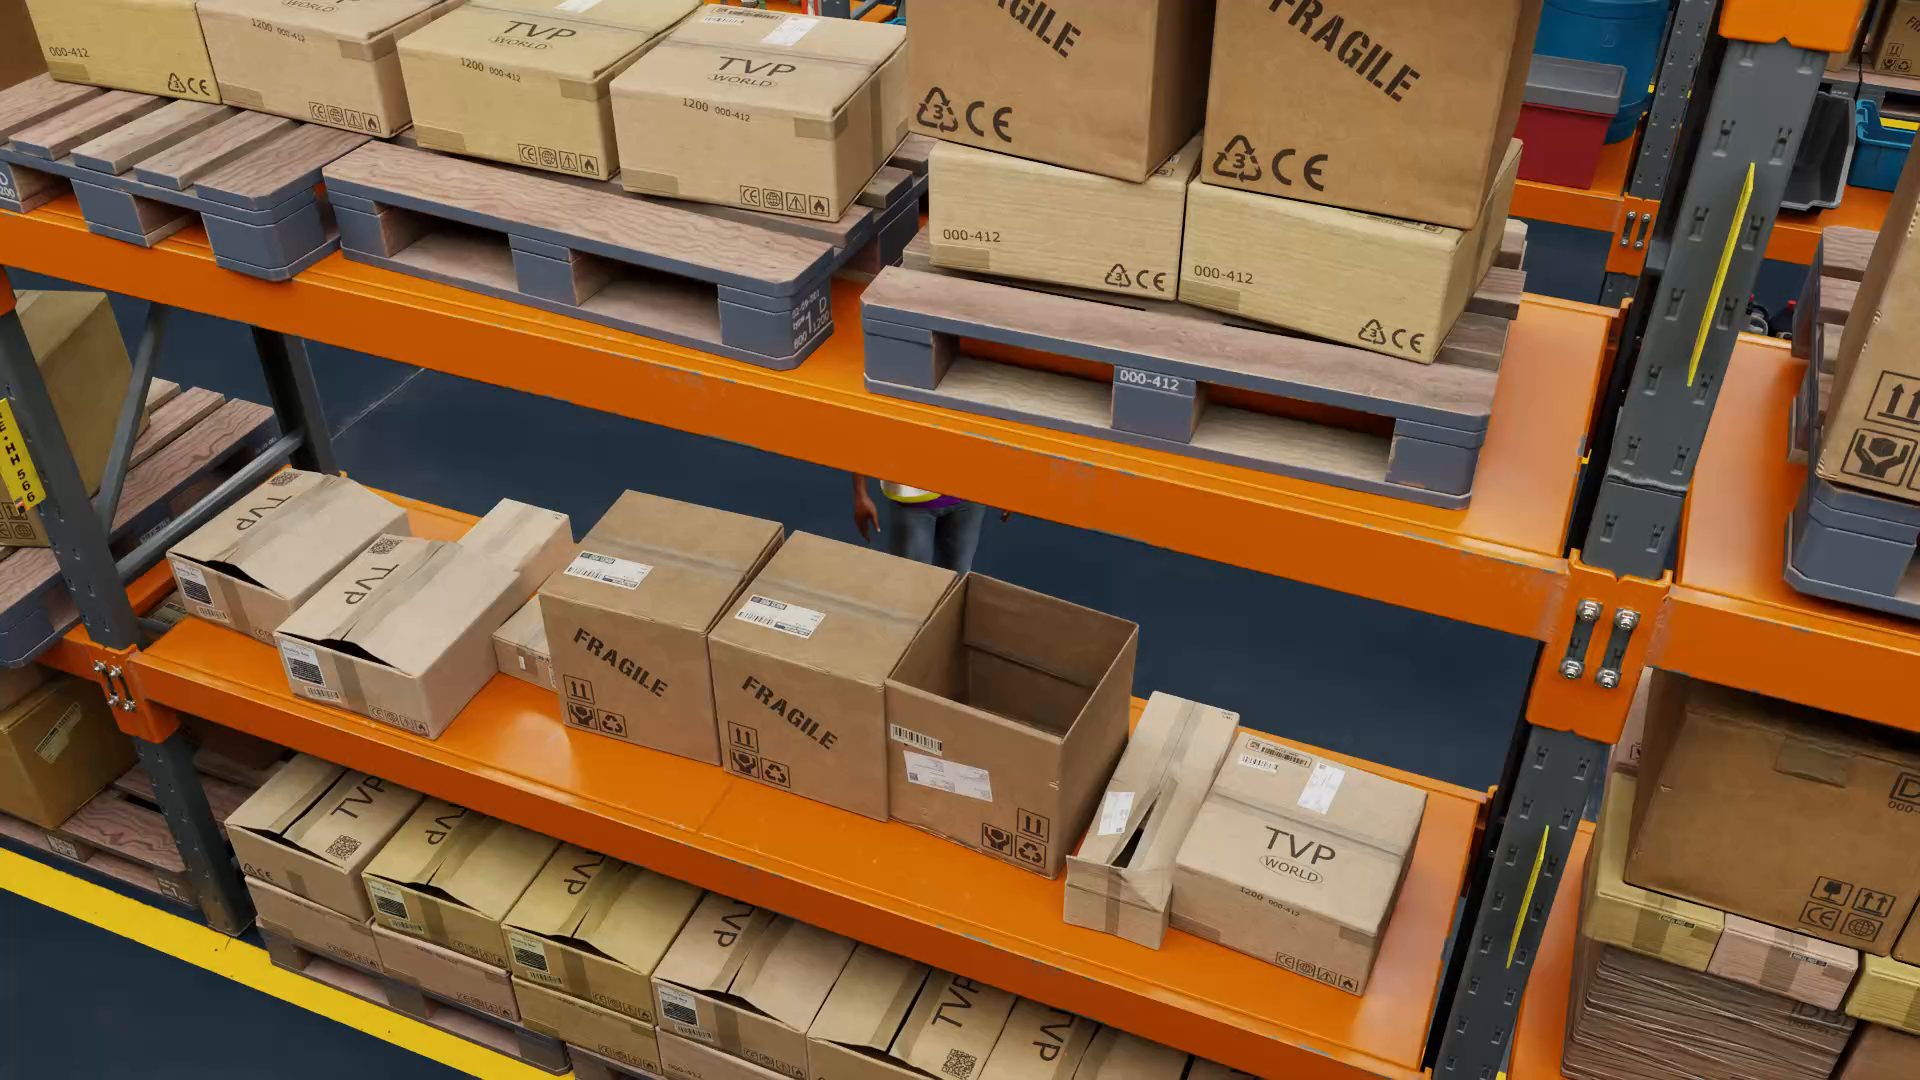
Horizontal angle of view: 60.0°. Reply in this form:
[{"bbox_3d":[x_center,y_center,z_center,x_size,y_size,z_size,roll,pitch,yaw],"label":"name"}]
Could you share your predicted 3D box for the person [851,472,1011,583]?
[{"bbox_3d":[-0.071,-0.157,6.321,0.665,1.768,0.575,-12,39,-16],"label":"person"}]
